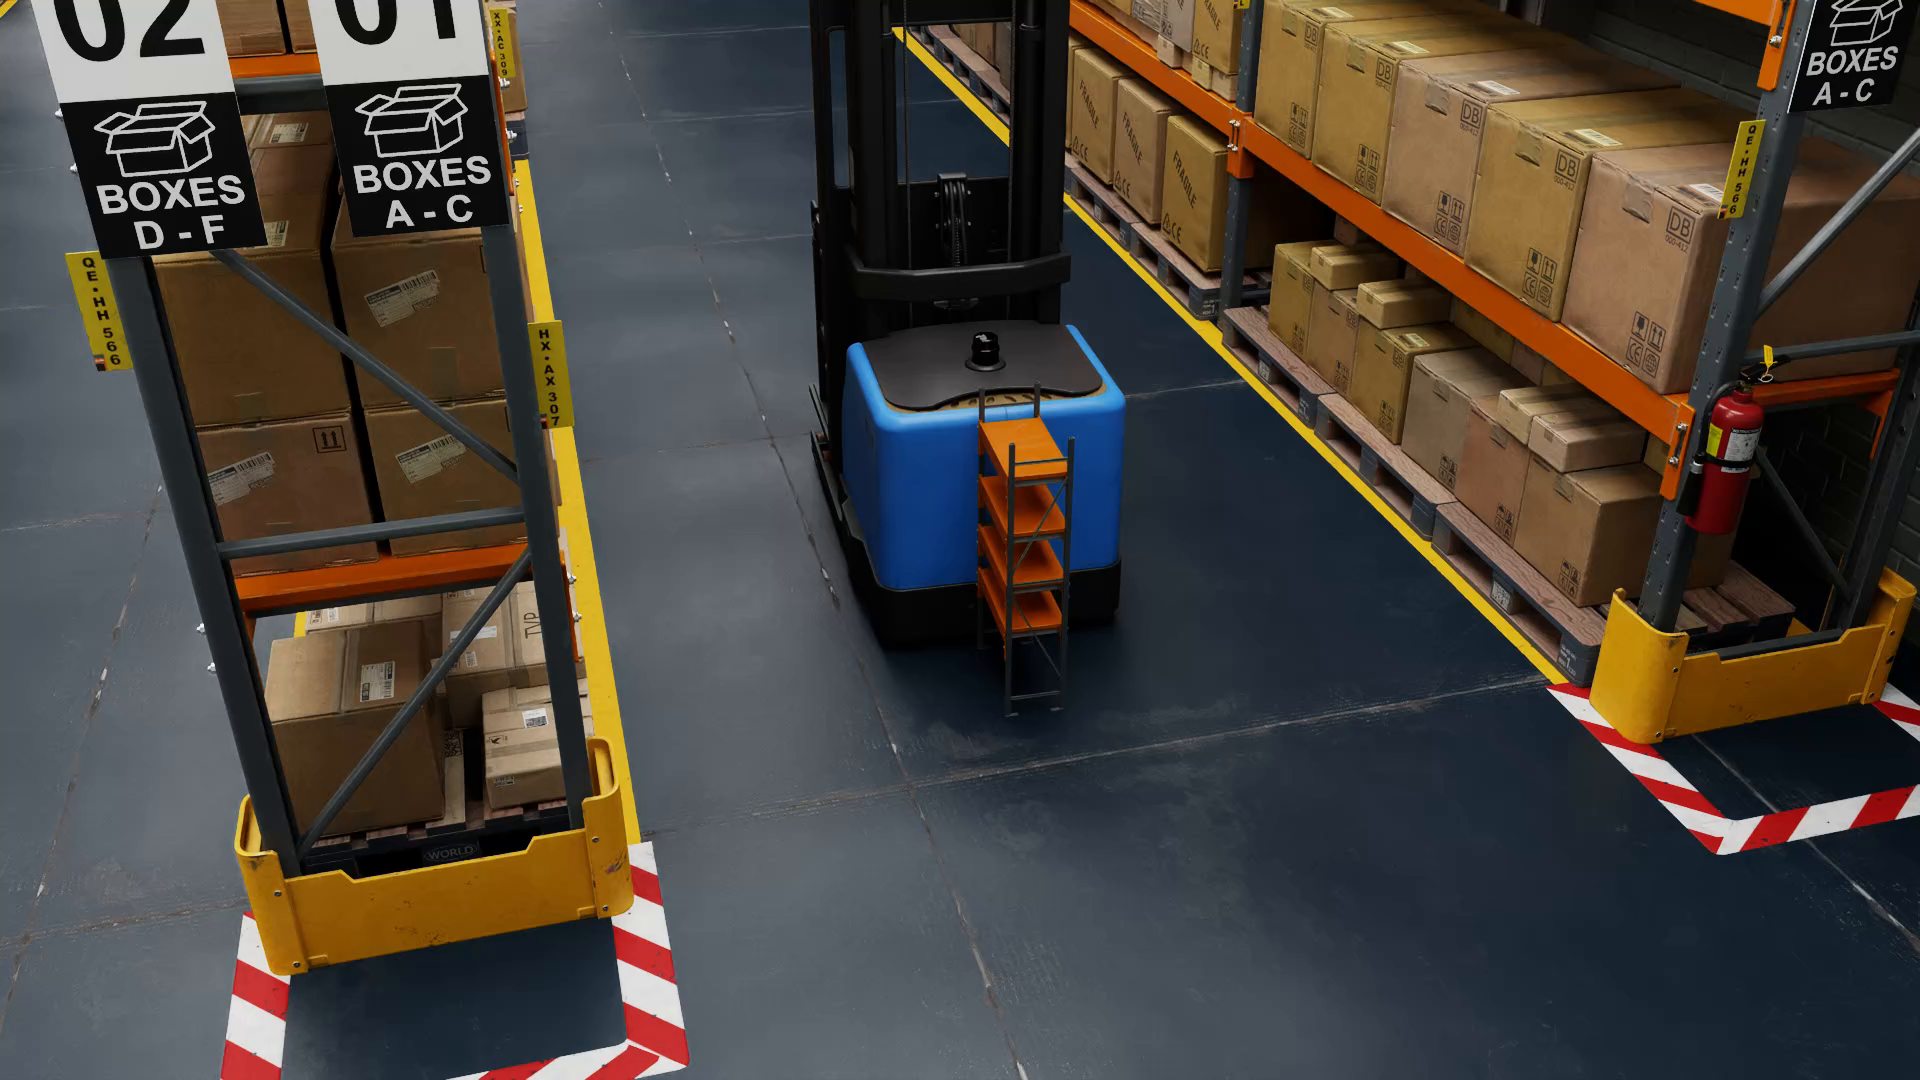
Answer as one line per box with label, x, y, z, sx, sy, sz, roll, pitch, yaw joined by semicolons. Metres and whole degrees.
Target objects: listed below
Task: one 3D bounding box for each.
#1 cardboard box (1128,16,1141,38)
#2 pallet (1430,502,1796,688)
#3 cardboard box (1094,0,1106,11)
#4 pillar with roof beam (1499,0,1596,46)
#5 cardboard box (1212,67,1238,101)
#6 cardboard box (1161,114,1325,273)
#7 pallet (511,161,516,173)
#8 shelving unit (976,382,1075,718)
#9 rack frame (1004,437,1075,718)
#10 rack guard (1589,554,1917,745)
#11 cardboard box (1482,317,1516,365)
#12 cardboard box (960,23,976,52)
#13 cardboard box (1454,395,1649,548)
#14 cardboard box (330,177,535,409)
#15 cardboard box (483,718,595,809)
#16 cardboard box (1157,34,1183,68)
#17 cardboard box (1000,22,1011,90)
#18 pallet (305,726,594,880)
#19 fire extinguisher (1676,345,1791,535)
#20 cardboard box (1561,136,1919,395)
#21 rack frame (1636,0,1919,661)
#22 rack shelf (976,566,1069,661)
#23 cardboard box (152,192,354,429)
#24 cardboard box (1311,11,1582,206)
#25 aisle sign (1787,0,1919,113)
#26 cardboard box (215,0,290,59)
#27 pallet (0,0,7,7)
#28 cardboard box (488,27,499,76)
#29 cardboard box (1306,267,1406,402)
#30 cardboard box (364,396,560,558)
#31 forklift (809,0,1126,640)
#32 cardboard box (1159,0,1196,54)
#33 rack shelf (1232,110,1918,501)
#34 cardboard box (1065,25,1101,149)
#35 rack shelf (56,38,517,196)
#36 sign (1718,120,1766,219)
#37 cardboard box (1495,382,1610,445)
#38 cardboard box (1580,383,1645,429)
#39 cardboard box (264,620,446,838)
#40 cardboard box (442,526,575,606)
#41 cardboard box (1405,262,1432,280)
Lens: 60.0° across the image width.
cardboard box;1.317;-3.383;10.832;0.380;0.149;0.250;-7;31;-12
pallet;2.809;0.155;7.272;1.003;0.211;1.213;-8;31;-13
cardboard box;1.147;-3.759;11.480;0.380;0.149;0.250;-7;31;-12
pillar with roof beam;-1.096;-4.409;6.385;9.100;9.000;0.400;-8;31;-13
cardboard box;1.672;-2.634;9.537;0.380;0.149;0.250;-8;31;-13
cardboard box;1.737;-2.156;10.208;0.750;0.750;0.750;-7;31;-13
pallet;-3.983;-3.076;12.853;1.003;0.211;1.213;-8;31;-13
shelving unit;0.243;0.044;6.476;0.258;1.200;0.503;-6;31;-11
rack frame;0.294;0.163;6.270;0.240;1.200;0.015;-6;31;-11
rack guard;3.103;0.417;6.531;1.175;0.500;0.348;-8;31;-13
cardboard box;2.702;-0.960;7.843;0.380;0.149;0.250;-8;31;-13
cardboard box;0.405;-4.733;14.989;0.700;0.500;0.500;-8;31;-13
cardboard box;2.681;-0.343;7.424;0.700;0.500;0.500;-8;31;-13
cardboard box;-1.542;-0.741;4.939;0.500;0.500;0.500;-7;31;-12
cardboard box;-1.459;0.779;5.816;0.380;0.149;0.250;-8;31;-13
cardboard box;1.430;-3.004;10.176;0.380;0.149;0.250;-8;31;-13
cardboard box;0.731;-3.990;13.705;0.700;0.500;0.500;-7;31;-13
pallet;-1.911;0.769;6.211;1.003;0.211;1.213;-8;31;-13
fire extinguisher;2.691;-0.347;5.805;0.296;0.674;0.183;-8;31;-13
cardboard box;2.951;-1.051;6.273;0.980;0.700;0.700;-6;31;-11
rack frame;3.096;-0.677;5.925;1.000;3.000;0.127;-8;31;-13
rack shelf;0.243;0.274;6.609;0.258;0.148;0.480;-6;31;-11
cardboard box;-2.062;-0.671;4.816;0.500;0.500;0.500;-8;31;-14
cardboard box;2.351;-2.121;8.120;0.980;0.700;0.700;-9;31;-15
aisle sign;2.826;-1.727;5.144;0.394;0.787;0.004;-8;31;-13
cardboard box;-2.069;-1.462;4.438;0.500;0.250;0.500;-8;31;-13
pallet;-10.426;-5.457;16.966;1.003;0.211;1.213;-8;31;-13
cardboard box;-2.084;-1.724;6.636;0.500;0.500;0.500;-8;31;-13
cardboard box;2.264;-1.090;8.716;0.700;0.500;0.500;-8;31;-14
cardboard box;-1.542;-0.309;5.189;0.500;0.500;0.500;-7;31;-12
forklift;-0.134;-1.577;7.549;1.130;2.935;3.031;-6;31;-11
cardboard box;1.524;-3.224;9.908;0.500;0.500;0.500;-8;31;-13
rack shelf;2.565;-1.331;7.774;1.077;0.370;4.000;-8;31;-13
cardboard box;1.042;-3.419;12.390;0.750;0.750;0.750;-8;31;-14
rack shelf;-2.210;-1.969;5.881;1.077;0.370;4.000;-8;31;-13
sign;2.569;-1.215;5.462;0.100;0.325;0.005;-8;31;-13
cardboard box;2.536;-0.543;7.123;0.380;0.149;0.250;-7;31;-12
cardboard box;2.905;-0.593;7.208;0.380;0.149;0.250;-8;31;-13
cardboard box;-2.061;0.645;5.697;0.500;0.500;0.500;-8;31;-13
cardboard box;-1.815;0.200;6.715;0.500;0.250;0.500;-8;31;-13
cardboard box;2.499;-1.329;8.481;0.380;0.149;0.250;-9;31;-15
